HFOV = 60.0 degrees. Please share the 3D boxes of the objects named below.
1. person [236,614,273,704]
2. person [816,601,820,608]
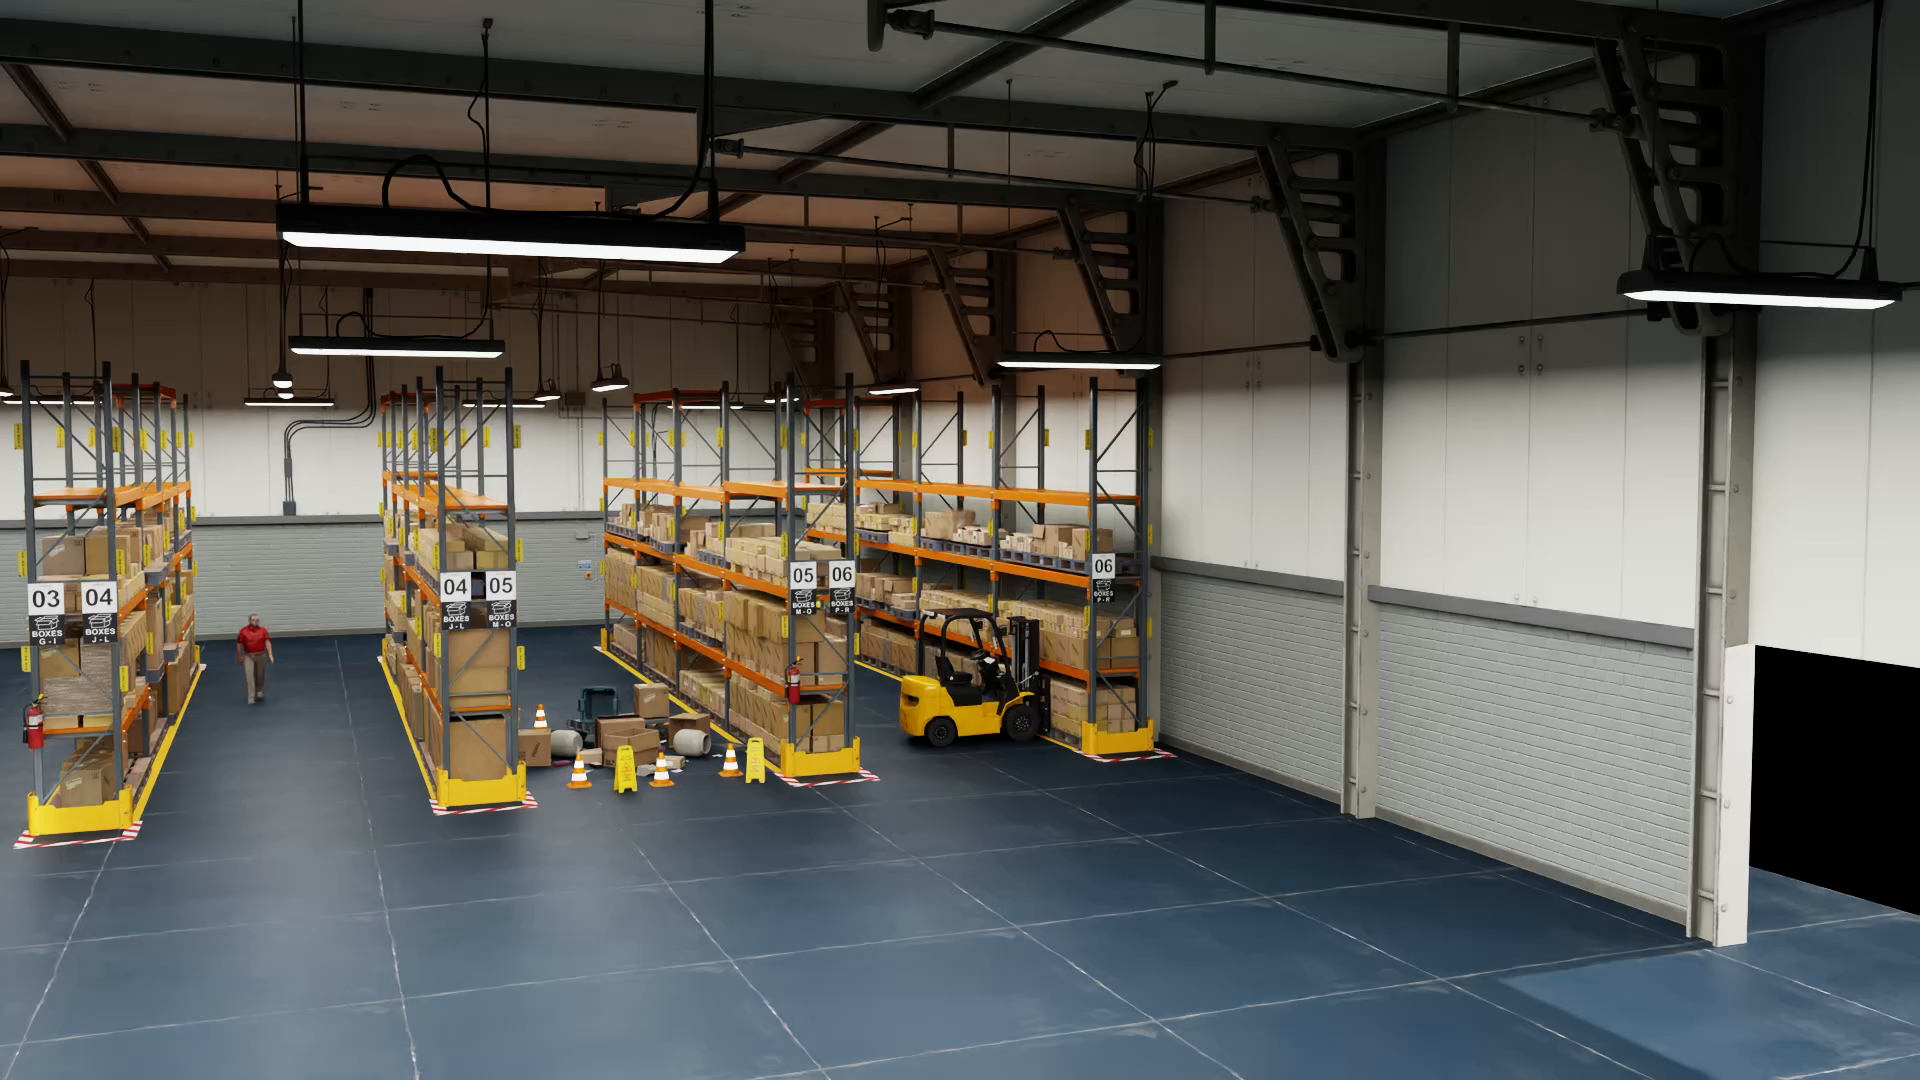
[{"bbox_3d":[-13.438,2.242,31.689,0.643,1.663,1.067,-2,4,-24],"label":"person"},{"bbox_3d":[-3.245,1.960,36.330,0.429,1.819,0.623,2,4,24],"label":"person"}]
